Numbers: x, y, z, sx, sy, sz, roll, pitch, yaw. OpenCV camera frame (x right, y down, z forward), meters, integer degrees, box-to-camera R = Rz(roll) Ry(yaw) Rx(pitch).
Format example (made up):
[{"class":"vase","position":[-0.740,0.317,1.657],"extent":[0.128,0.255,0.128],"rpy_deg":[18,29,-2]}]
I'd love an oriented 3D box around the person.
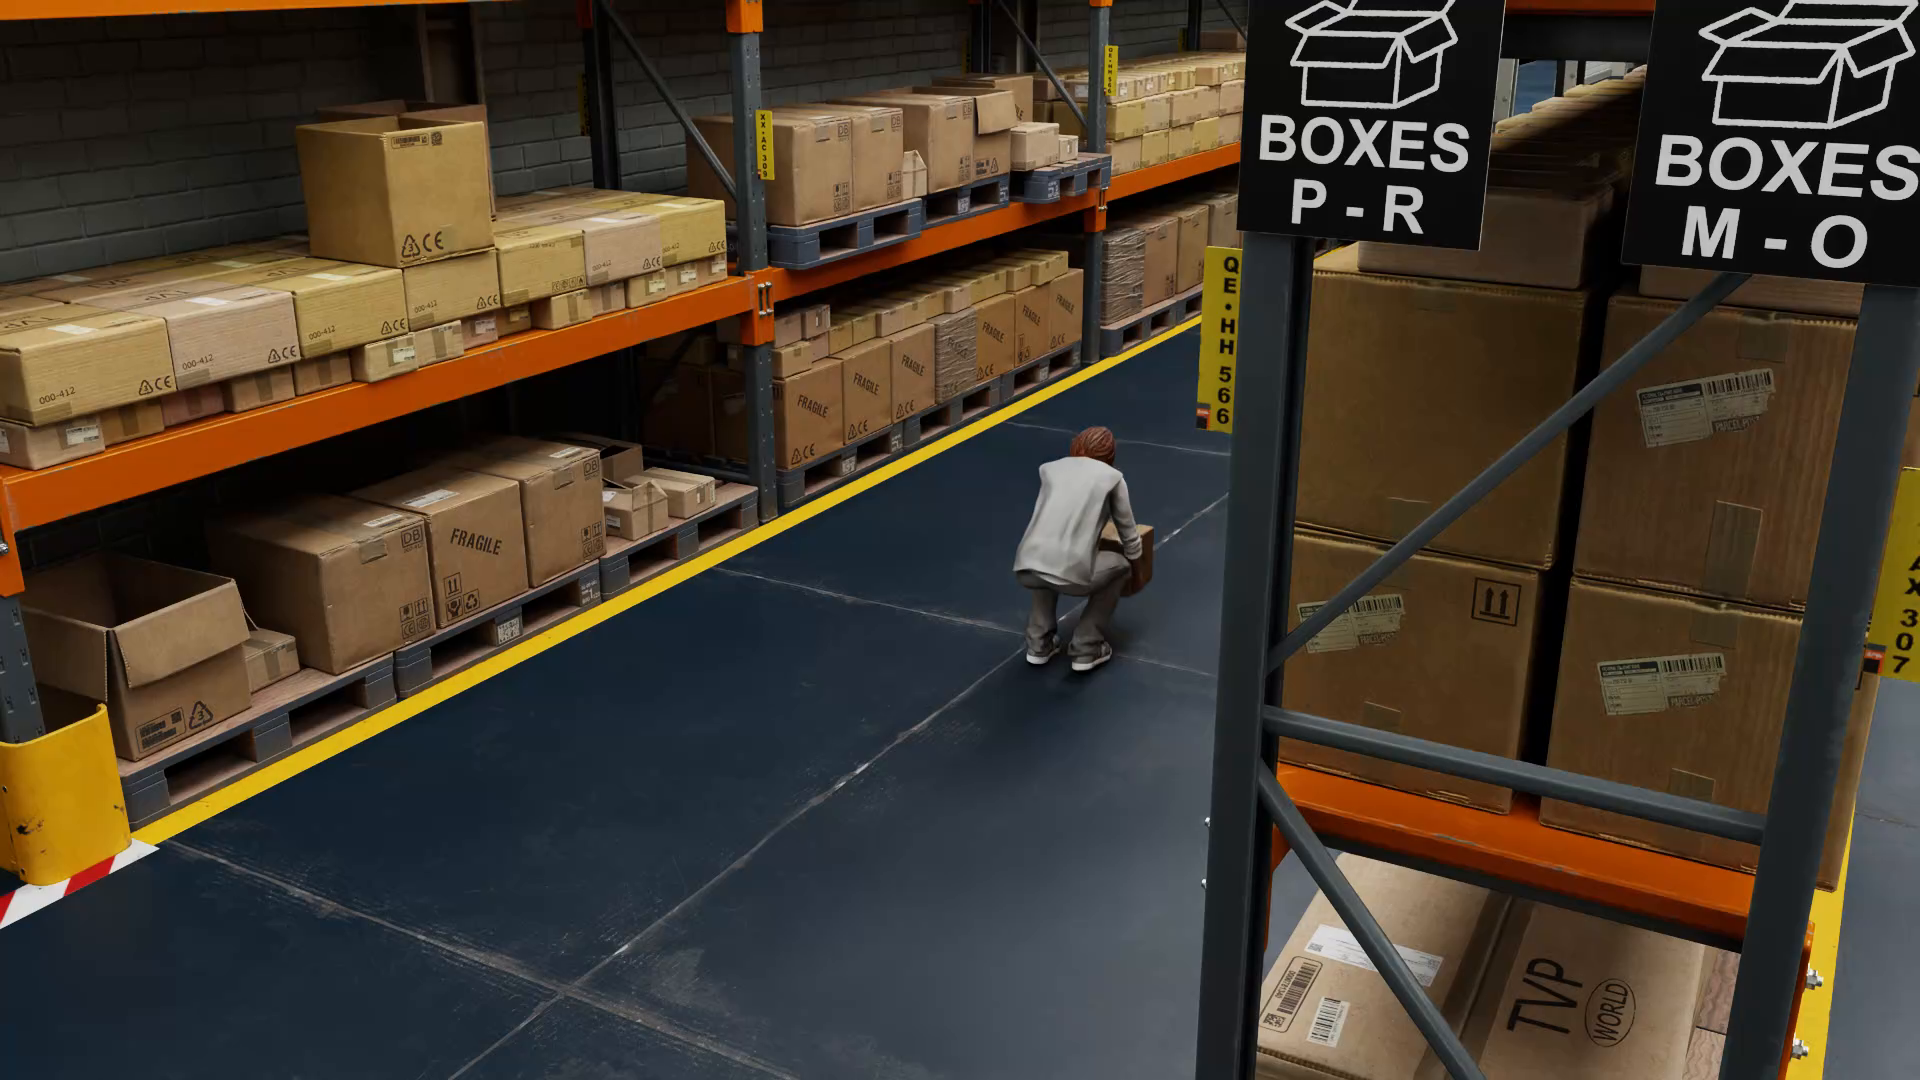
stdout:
[{"class":"person","position":[0.479,0.045,6.950],"extent":[0.442,0.931,0.792],"rpy_deg":[11,22,27]}]
